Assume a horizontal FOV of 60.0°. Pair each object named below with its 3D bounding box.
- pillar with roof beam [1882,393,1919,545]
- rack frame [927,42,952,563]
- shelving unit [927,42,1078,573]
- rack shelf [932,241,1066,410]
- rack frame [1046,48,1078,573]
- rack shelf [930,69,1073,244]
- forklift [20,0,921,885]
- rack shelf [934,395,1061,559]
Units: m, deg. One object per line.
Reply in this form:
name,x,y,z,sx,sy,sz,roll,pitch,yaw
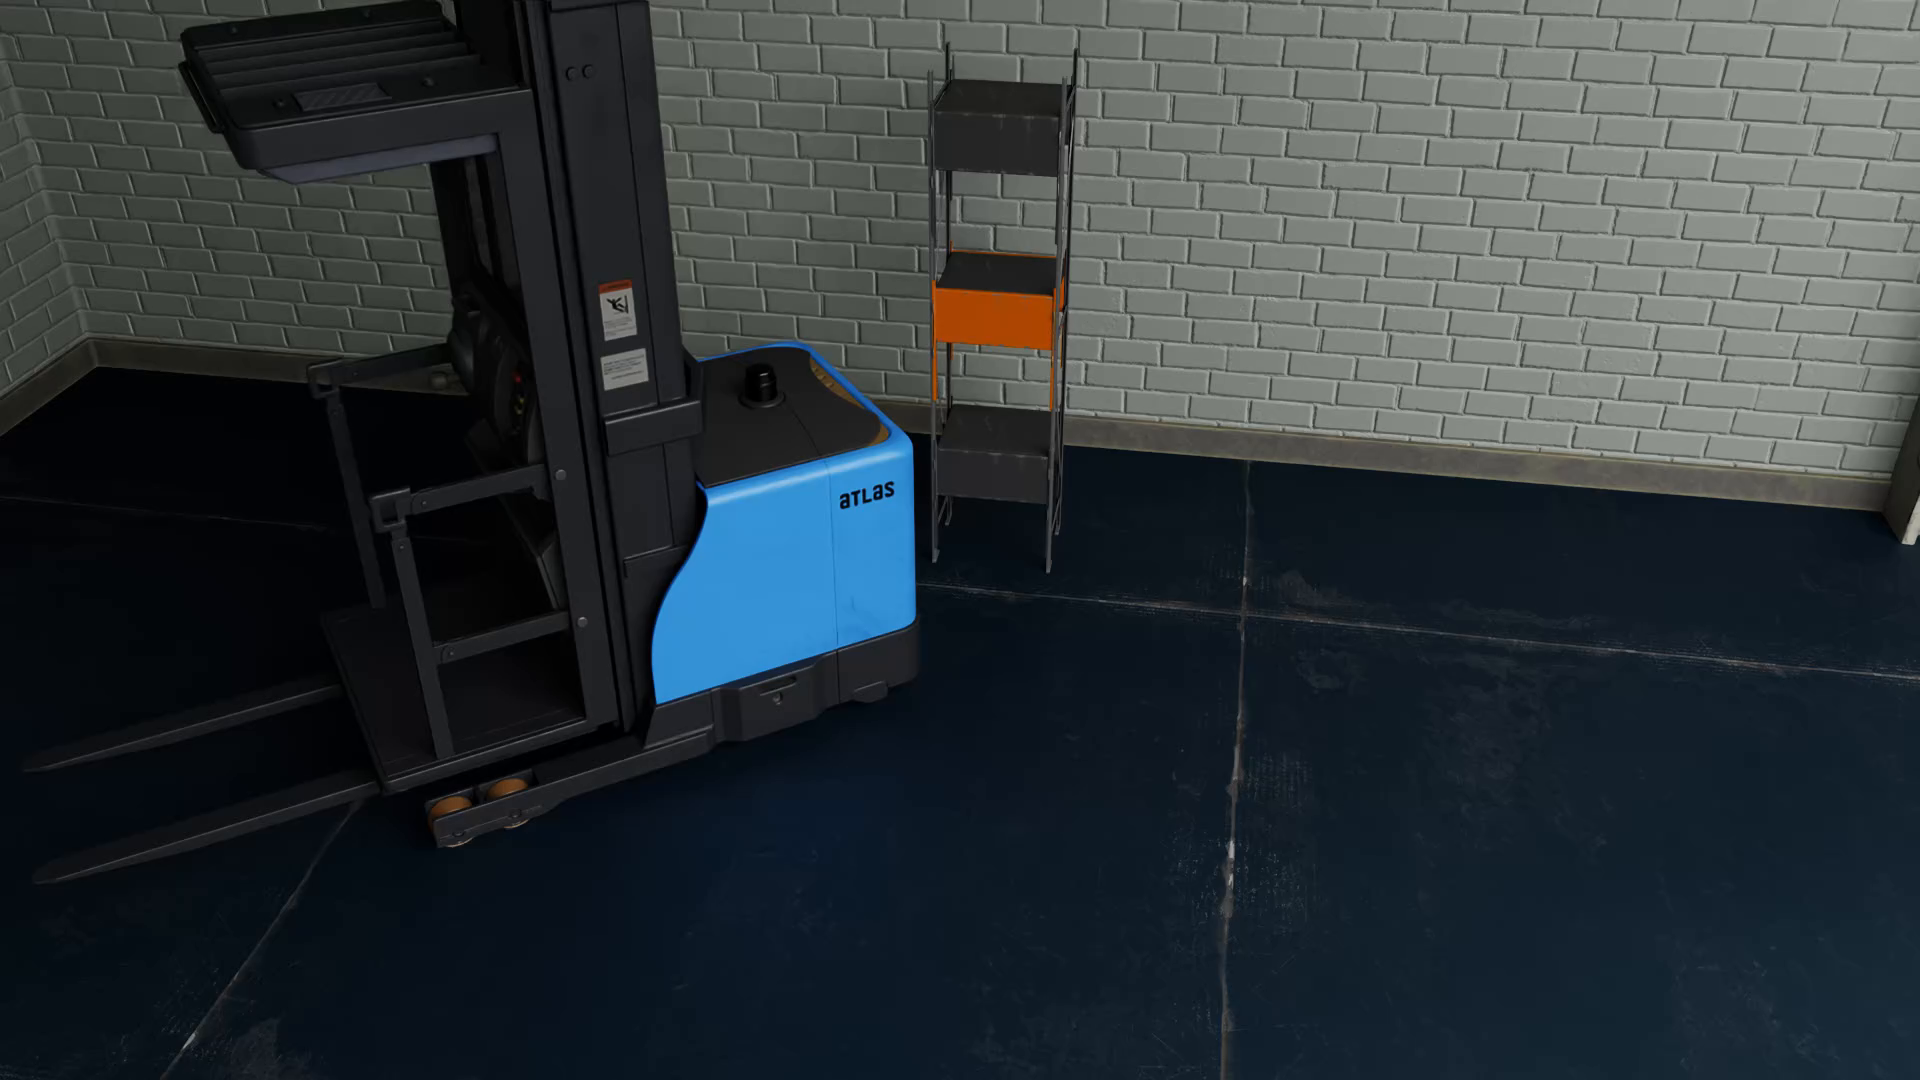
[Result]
pillar with roof beam,3.585,-1.611,1.342,0.400,9.000,9.100,5,32,8
rack frame,-0.077,-0.897,6.704,0.015,2.100,0.400,5,32,8
shelving unit,0.163,-0.875,6.669,0.503,2.100,0.431,5,32,8
rack shelf,0.163,-0.864,6.677,0.480,0.518,0.431,5,32,8
rack frame,0.404,-0.853,6.634,0.015,2.100,0.400,5,32,8
rack shelf,0.163,-1.457,6.305,0.480,0.518,0.431,5,32,8
forklift,-1.692,-0.531,5.336,3.031,2.935,1.130,-16,35,-24
rack shelf,0.163,-0.270,7.048,0.480,0.518,0.431,5,32,8
